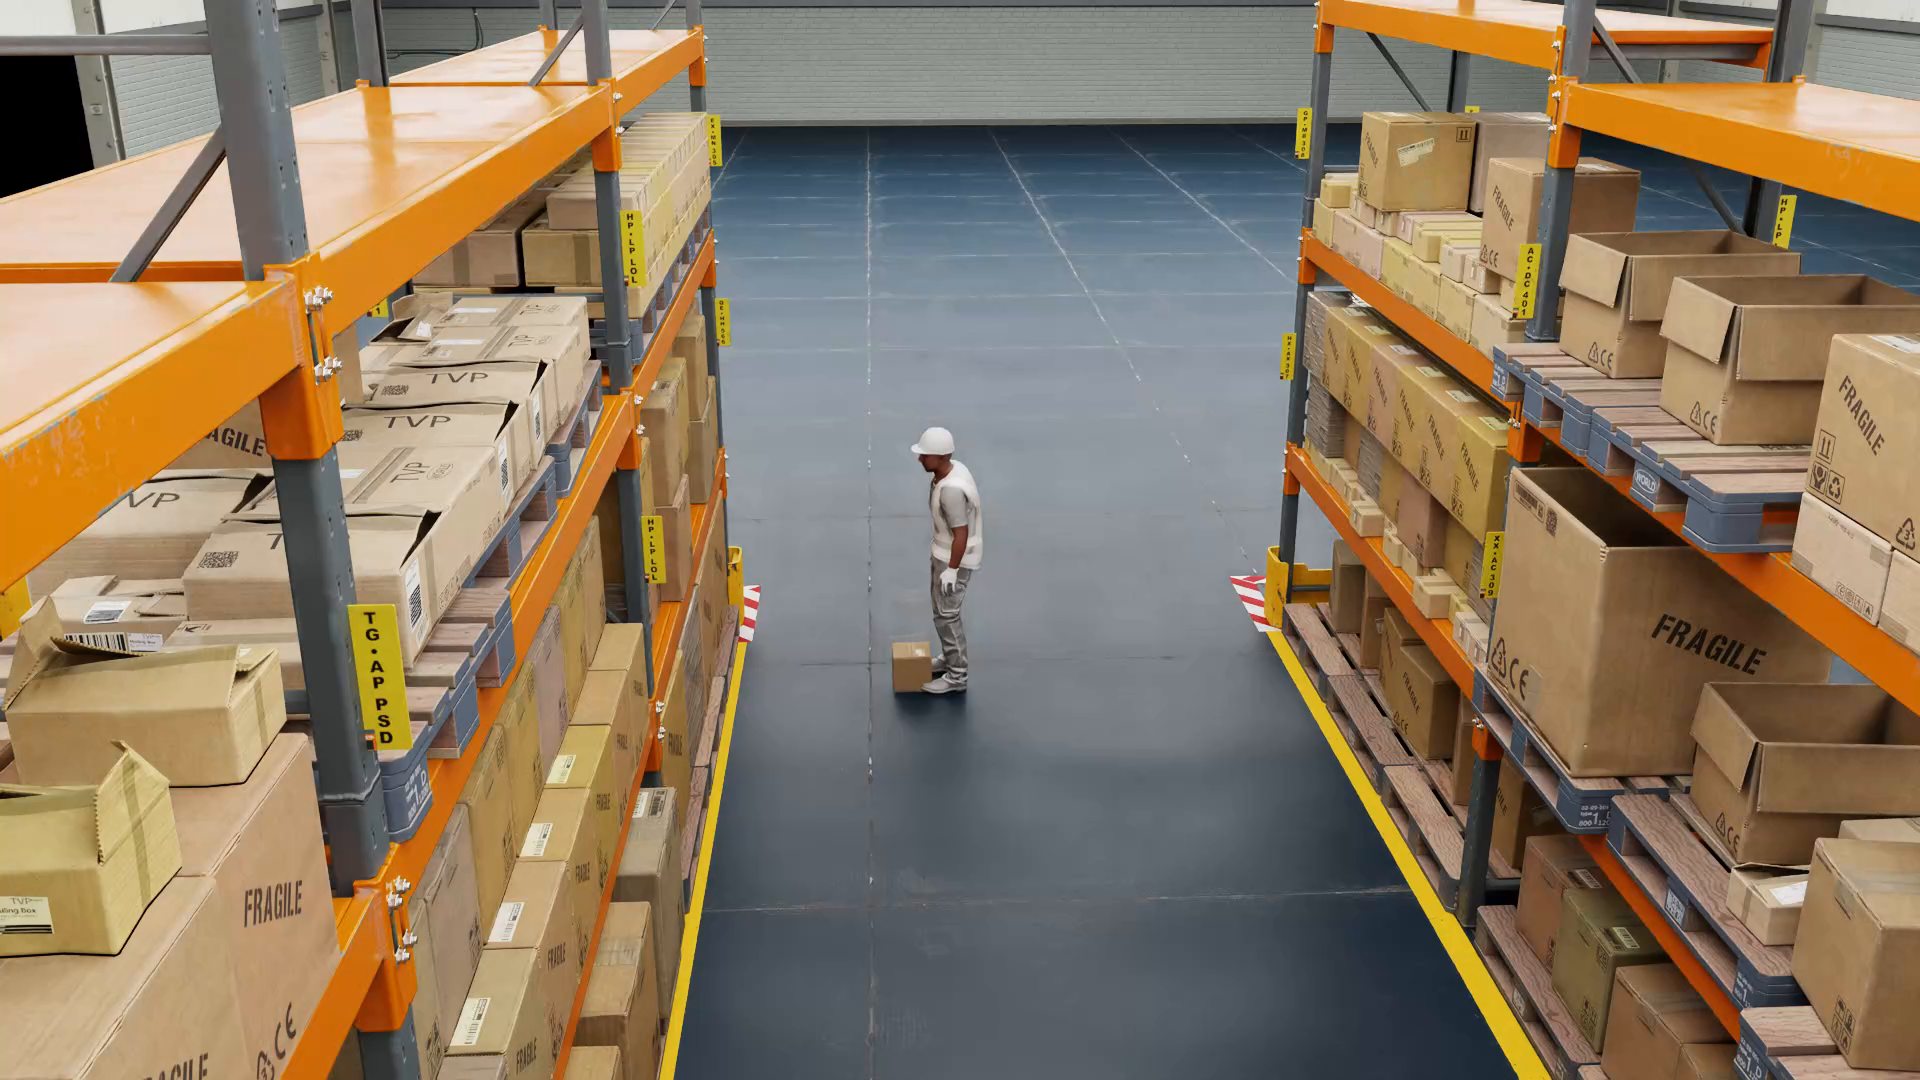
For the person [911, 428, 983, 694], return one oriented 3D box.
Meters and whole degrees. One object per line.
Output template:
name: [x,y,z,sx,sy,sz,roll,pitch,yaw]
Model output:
person: [-0.086,0.119,10.740,0.450,1.772,0.619,-2,20,-6]
